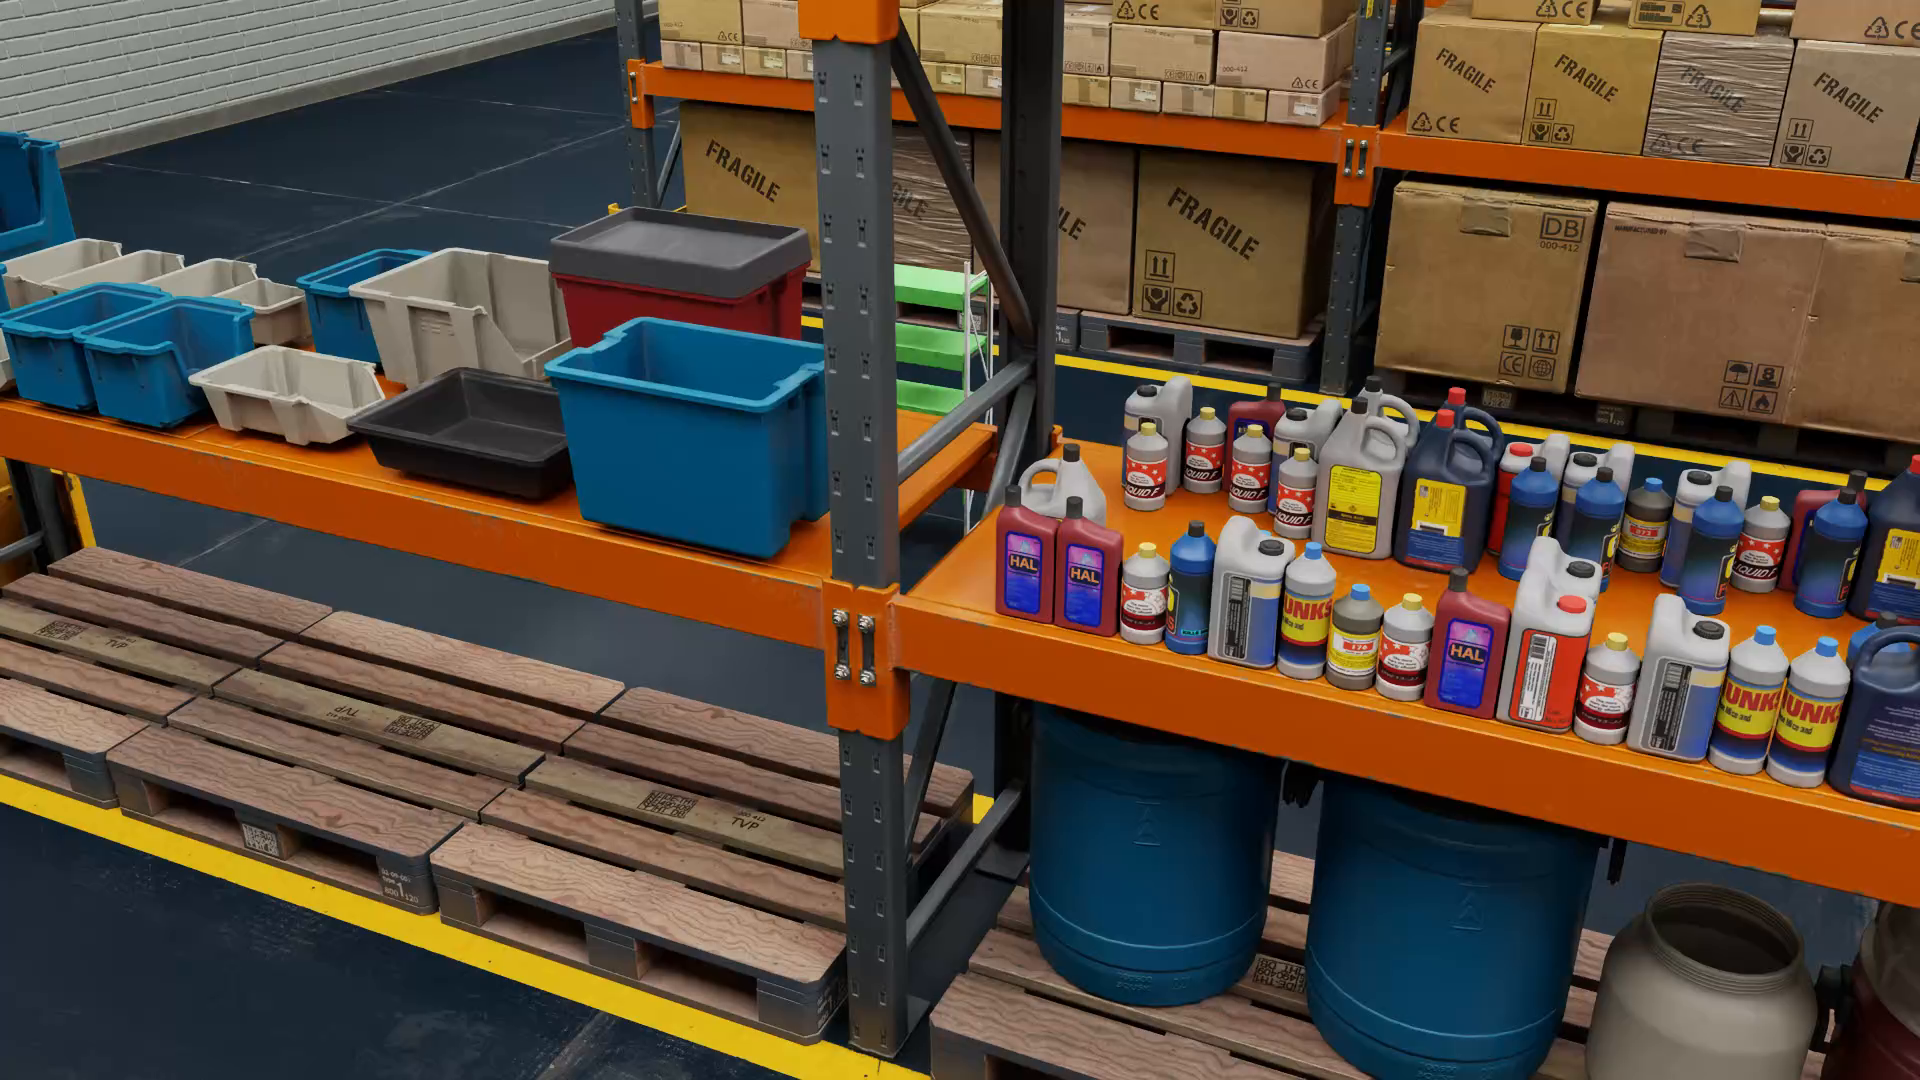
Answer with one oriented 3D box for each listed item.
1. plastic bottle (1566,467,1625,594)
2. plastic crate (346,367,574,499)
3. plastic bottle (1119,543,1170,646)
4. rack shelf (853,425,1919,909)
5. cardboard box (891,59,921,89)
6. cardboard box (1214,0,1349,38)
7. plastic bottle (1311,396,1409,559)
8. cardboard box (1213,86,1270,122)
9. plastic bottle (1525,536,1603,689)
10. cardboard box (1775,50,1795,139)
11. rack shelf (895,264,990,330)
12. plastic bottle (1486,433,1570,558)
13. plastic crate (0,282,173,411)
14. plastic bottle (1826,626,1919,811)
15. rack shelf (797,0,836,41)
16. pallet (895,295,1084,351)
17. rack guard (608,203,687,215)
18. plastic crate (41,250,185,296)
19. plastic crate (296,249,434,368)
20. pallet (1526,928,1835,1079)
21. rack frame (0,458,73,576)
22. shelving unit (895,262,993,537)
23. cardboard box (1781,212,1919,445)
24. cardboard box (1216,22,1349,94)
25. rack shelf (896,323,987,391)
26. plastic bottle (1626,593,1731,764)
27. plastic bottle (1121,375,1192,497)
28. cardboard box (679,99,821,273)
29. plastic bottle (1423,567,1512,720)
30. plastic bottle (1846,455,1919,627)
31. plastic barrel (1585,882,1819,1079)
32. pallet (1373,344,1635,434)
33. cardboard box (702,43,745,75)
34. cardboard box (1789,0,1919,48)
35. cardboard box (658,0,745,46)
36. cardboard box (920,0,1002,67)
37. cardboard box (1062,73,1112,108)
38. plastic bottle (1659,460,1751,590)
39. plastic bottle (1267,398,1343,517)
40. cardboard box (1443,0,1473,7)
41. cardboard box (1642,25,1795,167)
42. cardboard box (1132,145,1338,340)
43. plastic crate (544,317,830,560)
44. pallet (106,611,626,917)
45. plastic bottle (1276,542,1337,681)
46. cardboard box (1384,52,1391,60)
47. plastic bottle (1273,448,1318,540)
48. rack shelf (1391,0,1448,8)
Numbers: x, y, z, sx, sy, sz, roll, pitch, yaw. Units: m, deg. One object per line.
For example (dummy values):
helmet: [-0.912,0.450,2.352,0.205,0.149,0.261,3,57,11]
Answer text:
plastic bottle: [1.356,-0.026,3.553,0.097,0.271,0.097,0,26,0]
plastic crate: [-1.146,-0.263,4.132,0.590,0.125,0.437,11,28,22]
plastic bottle: [0.375,0.103,3.370,0.097,0.201,0.097,0,26,0]
rack shelf: [1.805,0.425,3.305,4.000,0.370,1.077,11,28,22]
cardboard box: [-0.249,-2.442,8.597,0.250,0.149,0.380,11,28,21]
cardboard box: [1.505,-2.634,7.687,0.500,0.500,0.500,12,29,23]
plastic bottle: [0.897,-0.146,3.707,0.185,0.351,0.144,11,28,22]
cardboard box: [1.386,-2.113,7.930,0.250,0.149,0.380,12,29,23]
plastic bottle: [1.154,0.139,3.213,0.135,0.276,0.152,11,28,22]
cardboard box: [3.953,-2.044,7.393,0.500,0.500,0.500,11,28,22]
rack shelf: [-0.151,-0.942,6.363,0.480,0.148,0.258,11,28,22]
plastic bottle: [1.268,-0.106,3.710,0.135,0.276,0.152,11,28,22]
plastic crate: [-2.370,-0.528,4.548,0.300,0.233,0.416,11,28,22]
plastic bottle: [1.623,0.275,2.851,0.185,0.351,0.144,11,28,22]
rack shelf: [-1.836,-1.652,4.127,4.000,0.370,1.077,11,28,22]
pallet: [0.260,-1.396,9.347,1.213,0.211,1.003,11,28,22]
rack guard: [-1.629,-1.869,9.980,0.348,0.500,1.175,11,28,22]
plastic crate: [-2.582,-0.768,5.144,0.243,0.136,0.396,11,28,22]
plastic crate: [-1.681,-0.674,4.844,0.300,0.233,0.416,11,28,22]
pallet: [1.784,1.368,3.732,1.213,0.211,1.003,11,28,22]
rack frame: [-3.657,-0.994,5.374,0.127,3.000,1.000,11,28,22]
shelving unit: [-0.151,-0.569,6.546,0.503,1.200,0.258,11,28,22]
cardboard box: [4.248,-1.059,7.435,0.875,0.875,1.225,11,28,22]
cardboard box: [1.524,-2.296,7.850,0.500,0.250,0.500,11,28,21]
rack shelf: [-0.151,-0.727,6.469,0.480,0.148,0.258,11,28,22]
plastic bottle: [1.302,0.242,3.003,0.135,0.276,0.152,11,28,22]
plastic bottle: [0.477,-0.265,4.033,0.135,0.276,0.152,11,28,22]
cardboard box: [-0.991,-2.136,9.623,0.875,0.875,0.875,11,28,22]
plastic bottle: [0.950,0.190,3.100,0.133,0.283,0.061,11,28,22]
plastic bottle: [1.959,-0.003,3.416,0.185,0.351,0.144,11,28,22]
plastic barrel: [1.594,1.040,3.584,0.421,0.512,0.421,0,26,0]
pallet: [2.768,-0.893,8.324,1.213,0.211,1.003,11,28,22]
cardboard box: [-1.186,-2.629,8.979,0.250,0.149,0.380,11,28,21]
cardboard box: [3.811,-2.399,6.977,0.637,0.503,0.797,12,29,23]
cardboard box: [-1.282,-2.856,8.988,0.500,0.250,0.500,11,28,20]
cardboard box: [0.127,-2.577,8.421,0.500,0.250,0.500,11,28,21]
cardboard box: [0.684,-2.254,8.216,0.250,0.149,0.380,12,29,23]
plastic bottle: [1.602,-0.039,3.574,0.135,0.276,0.152,11,28,22]
plastic bottle: [0.809,-0.199,3.898,0.135,0.276,0.152,11,28,22]
cardboard box: [2.573,-2.324,7.961,0.500,0.500,0.500,11,28,22]
cardboard box: [3.263,-1.932,7.164,0.500,0.500,0.500,11,28,21]
cardboard box: [1.467,-1.643,8.620,0.875,0.875,0.875,11,28,22]
plastic crate: [-0.582,-0.231,3.773,0.575,0.384,0.392,11,28,22]
pallet: [-1.816,0.647,5.198,1.213,0.211,1.003,11,28,22]
plastic bottle: [0.675,0.132,3.232,0.097,0.271,0.097,0,26,0]
cardboard box: [3.228,-3.692,12.932,0.250,0.149,0.380,11,28,20]
plastic bottle: [0.775,-0.111,3.805,0.097,0.201,0.097,0,26,0]
rack shelf: [2.359,-4.273,12.848,4.000,0.370,1.077,11,28,22]
